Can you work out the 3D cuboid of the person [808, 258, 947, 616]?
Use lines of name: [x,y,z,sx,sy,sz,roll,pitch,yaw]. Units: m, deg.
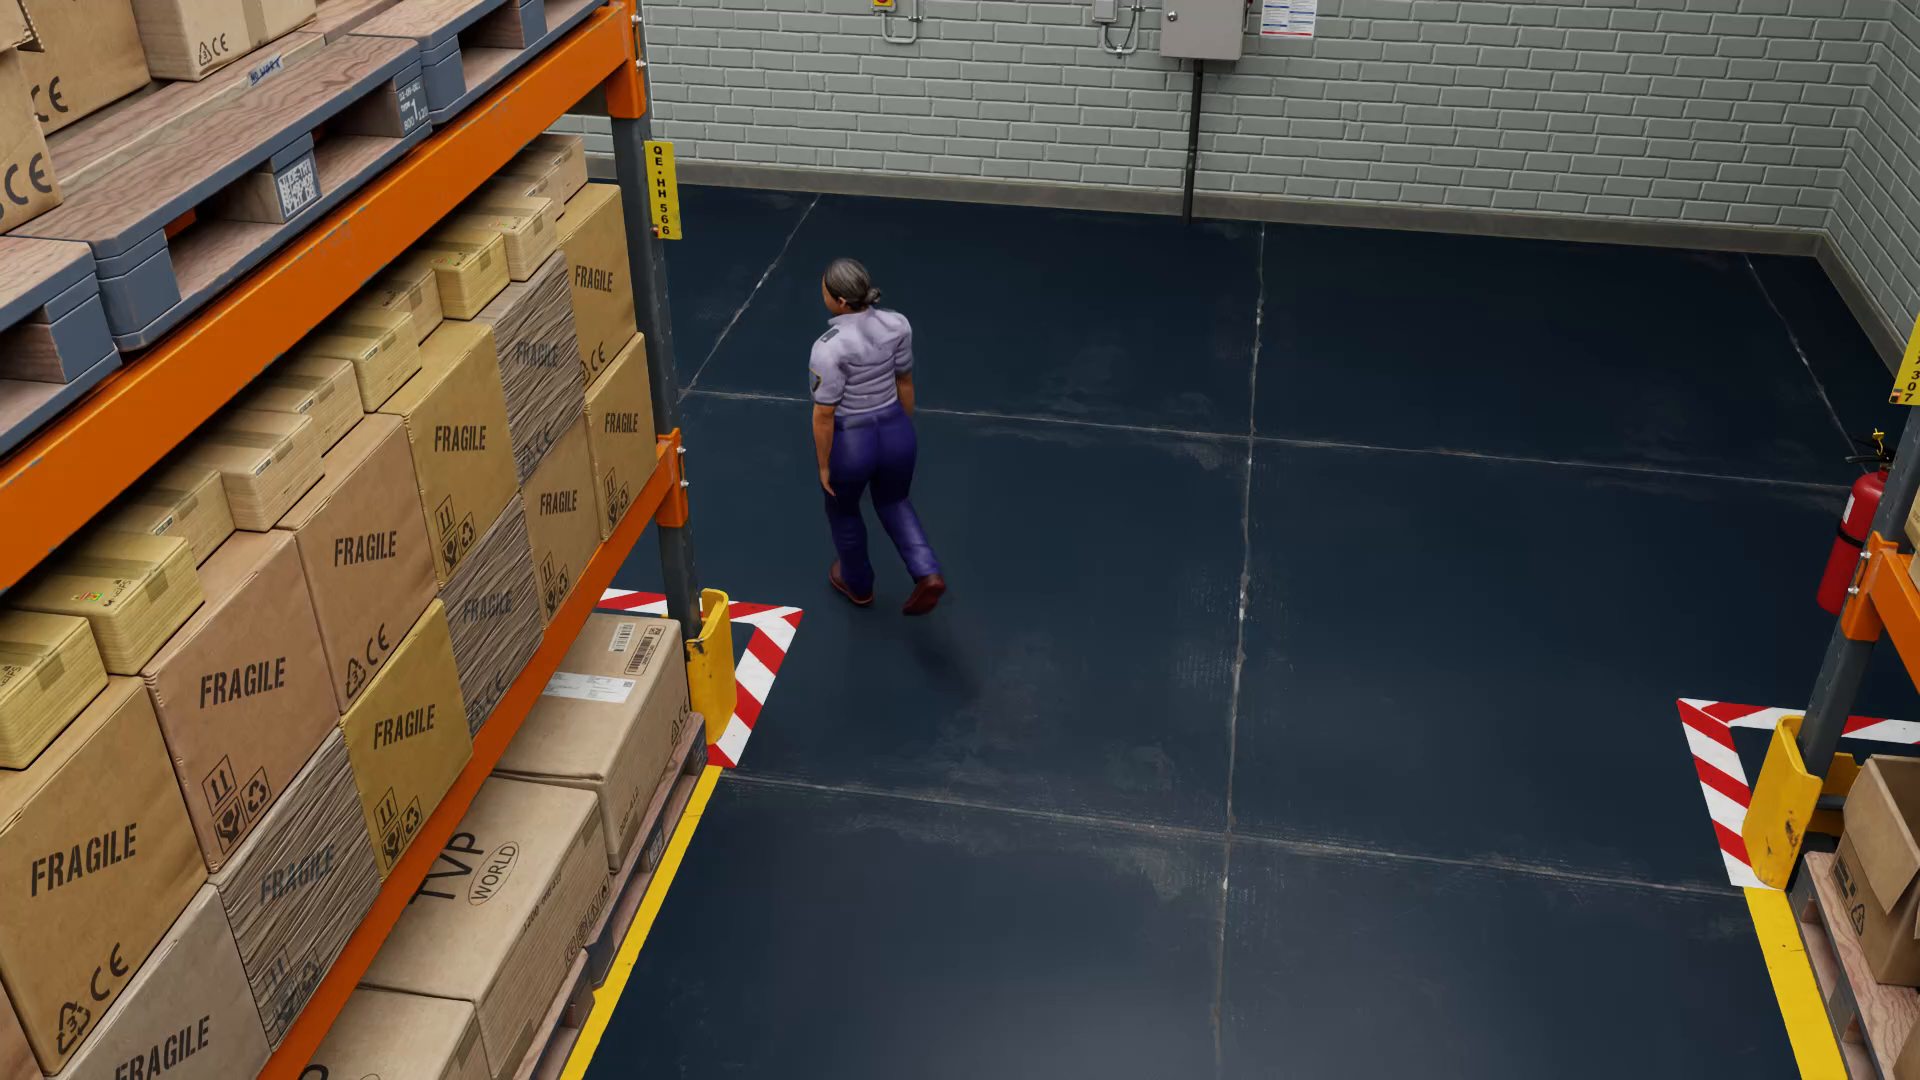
person: [-0.377,-0.370,6.730,0.495,1.611,0.703,-18,37,-26]
